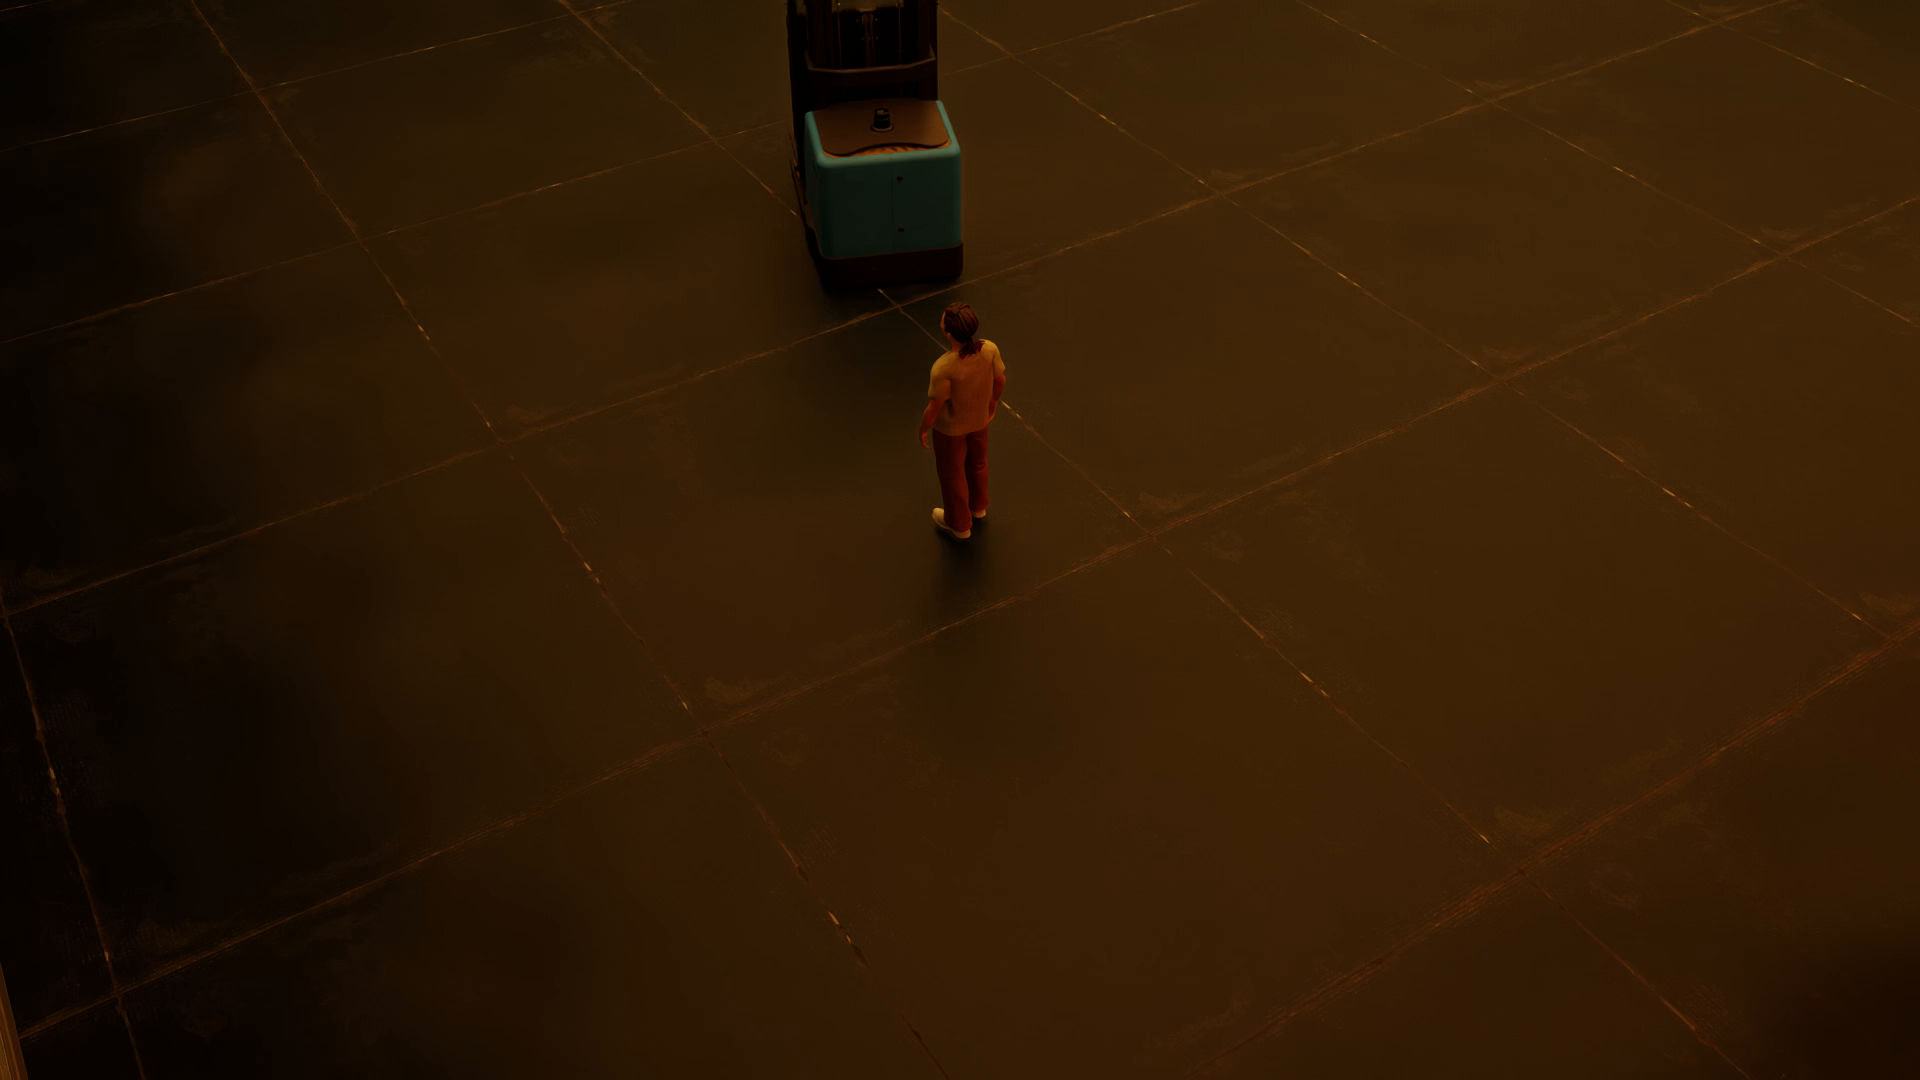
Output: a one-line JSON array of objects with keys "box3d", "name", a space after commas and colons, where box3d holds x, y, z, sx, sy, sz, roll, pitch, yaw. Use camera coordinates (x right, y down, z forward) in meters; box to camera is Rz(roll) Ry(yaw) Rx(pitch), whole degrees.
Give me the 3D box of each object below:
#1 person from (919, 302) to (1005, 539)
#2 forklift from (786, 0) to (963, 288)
[{"box3d": [-0.030, -0.712, 9.567, 0.553, 1.673, 0.547, -23, 46, -24], "name": "person"}, {"box3d": [-0.757, -3.915, 12.350, 1.130, 2.935, 3.031, -7, 42, -8], "name": "forklift"}]
